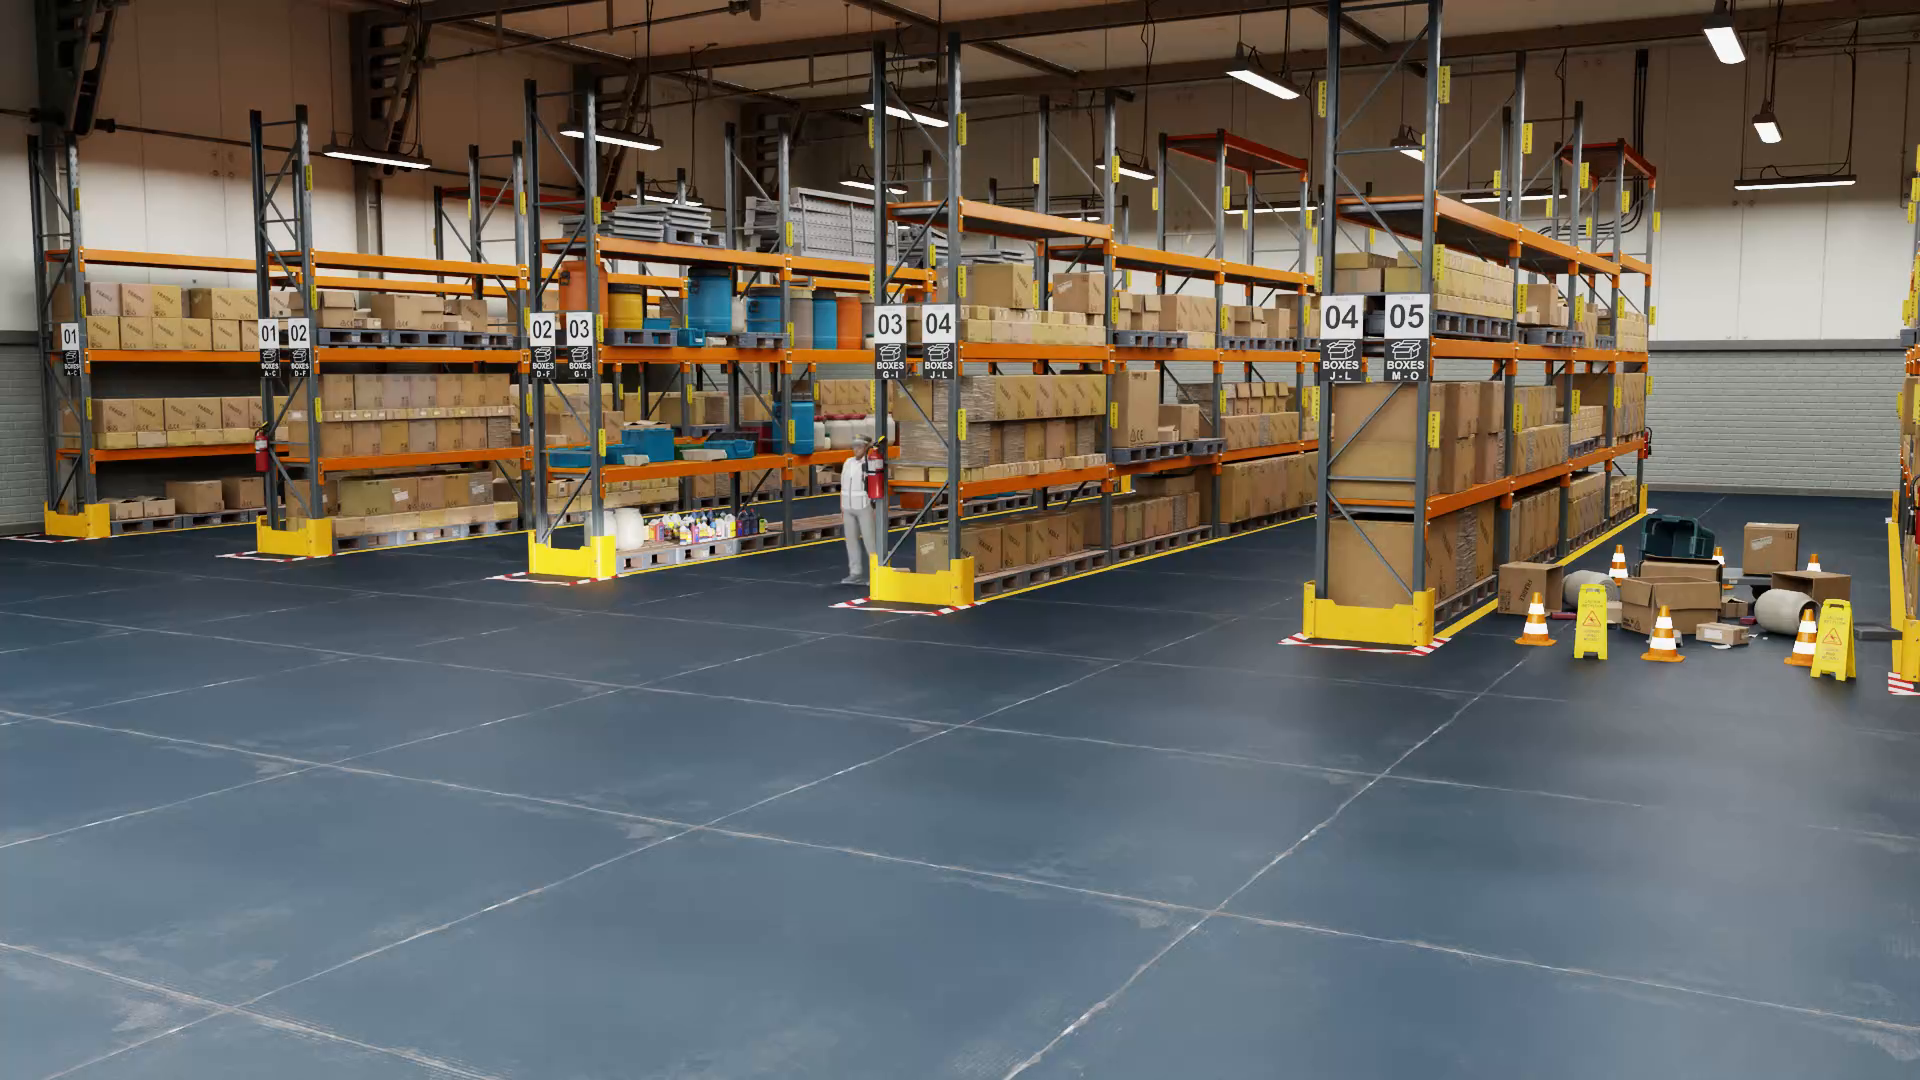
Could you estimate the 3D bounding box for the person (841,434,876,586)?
[{"bbox_3d":[-1.177,-0.358,19.566,0.533,1.791,0.393,3,7,29],"label":"person"}]
